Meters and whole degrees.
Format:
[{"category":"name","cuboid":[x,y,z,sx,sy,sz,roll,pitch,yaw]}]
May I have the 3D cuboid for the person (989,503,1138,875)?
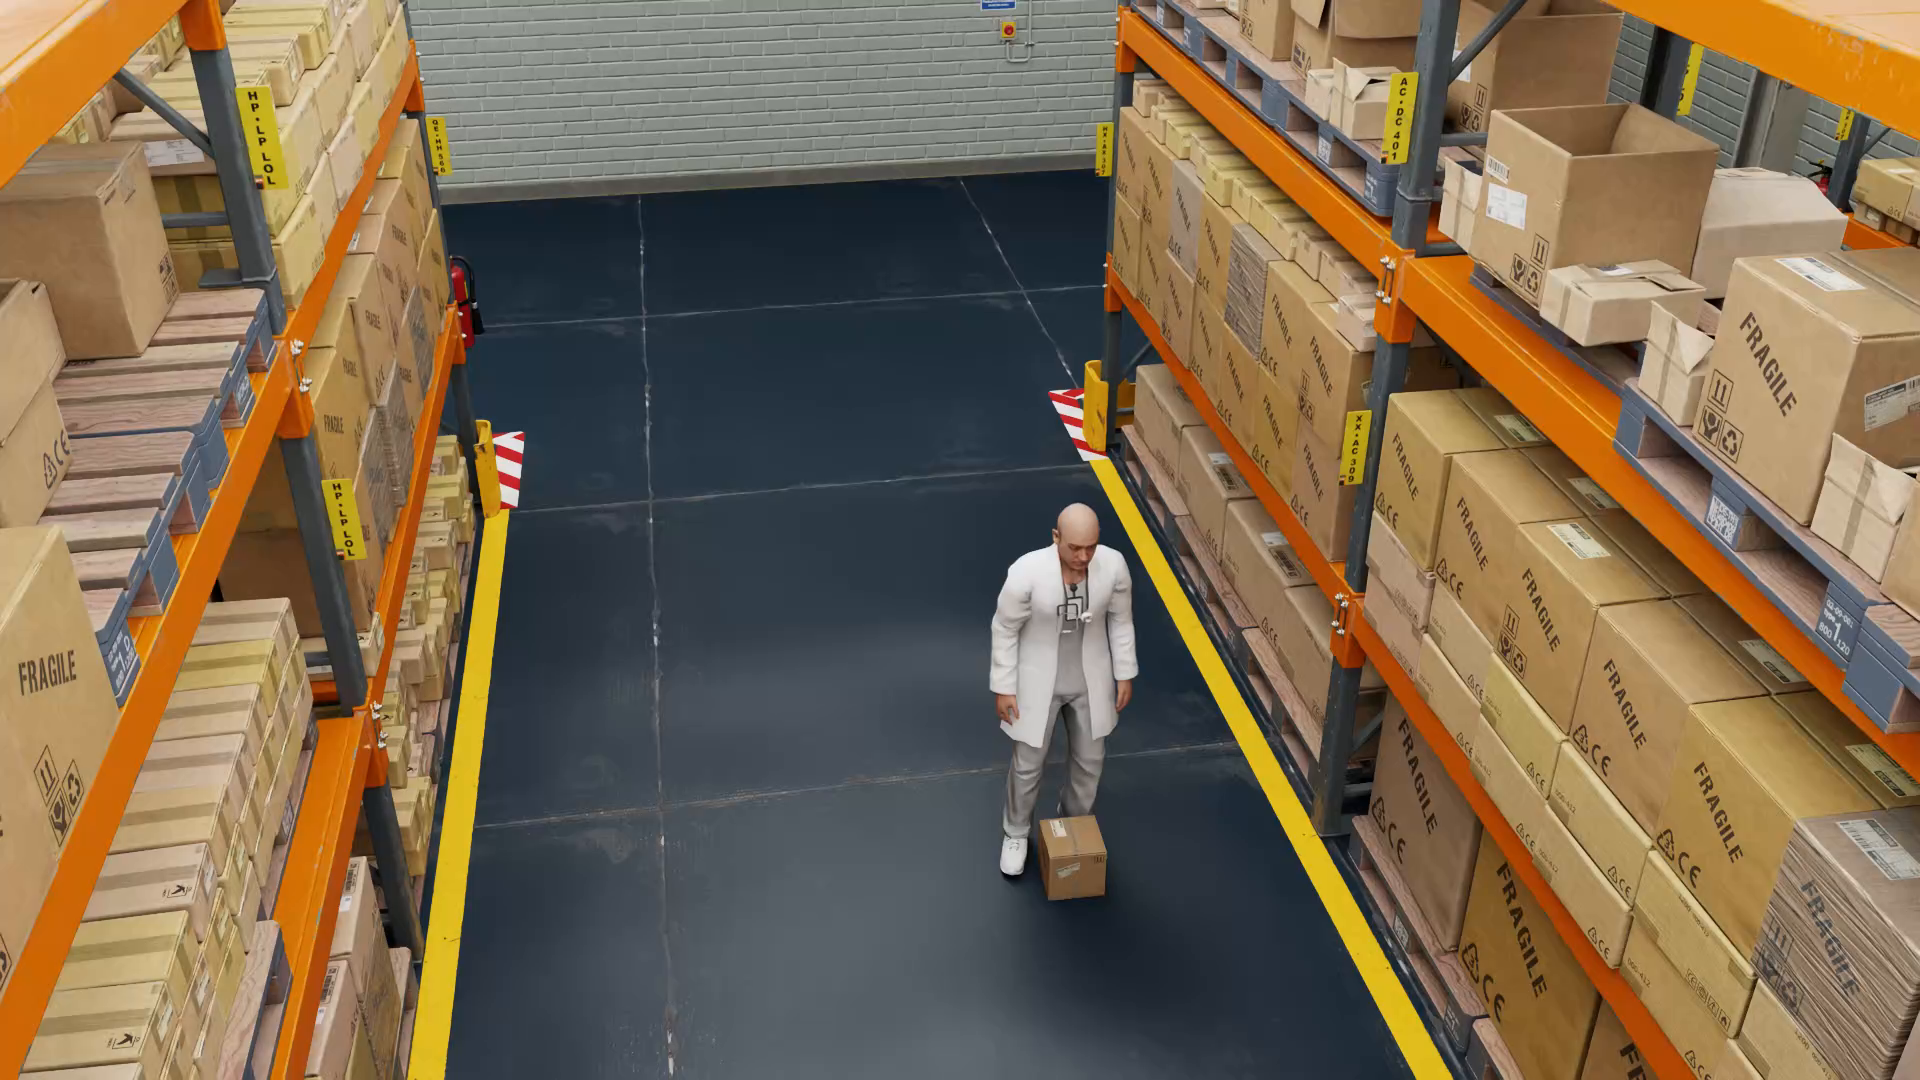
[{"category":"person","cuboid":[0.443,0.611,7.111,0.654,1.774,0.415,-6,31,-10]}]
